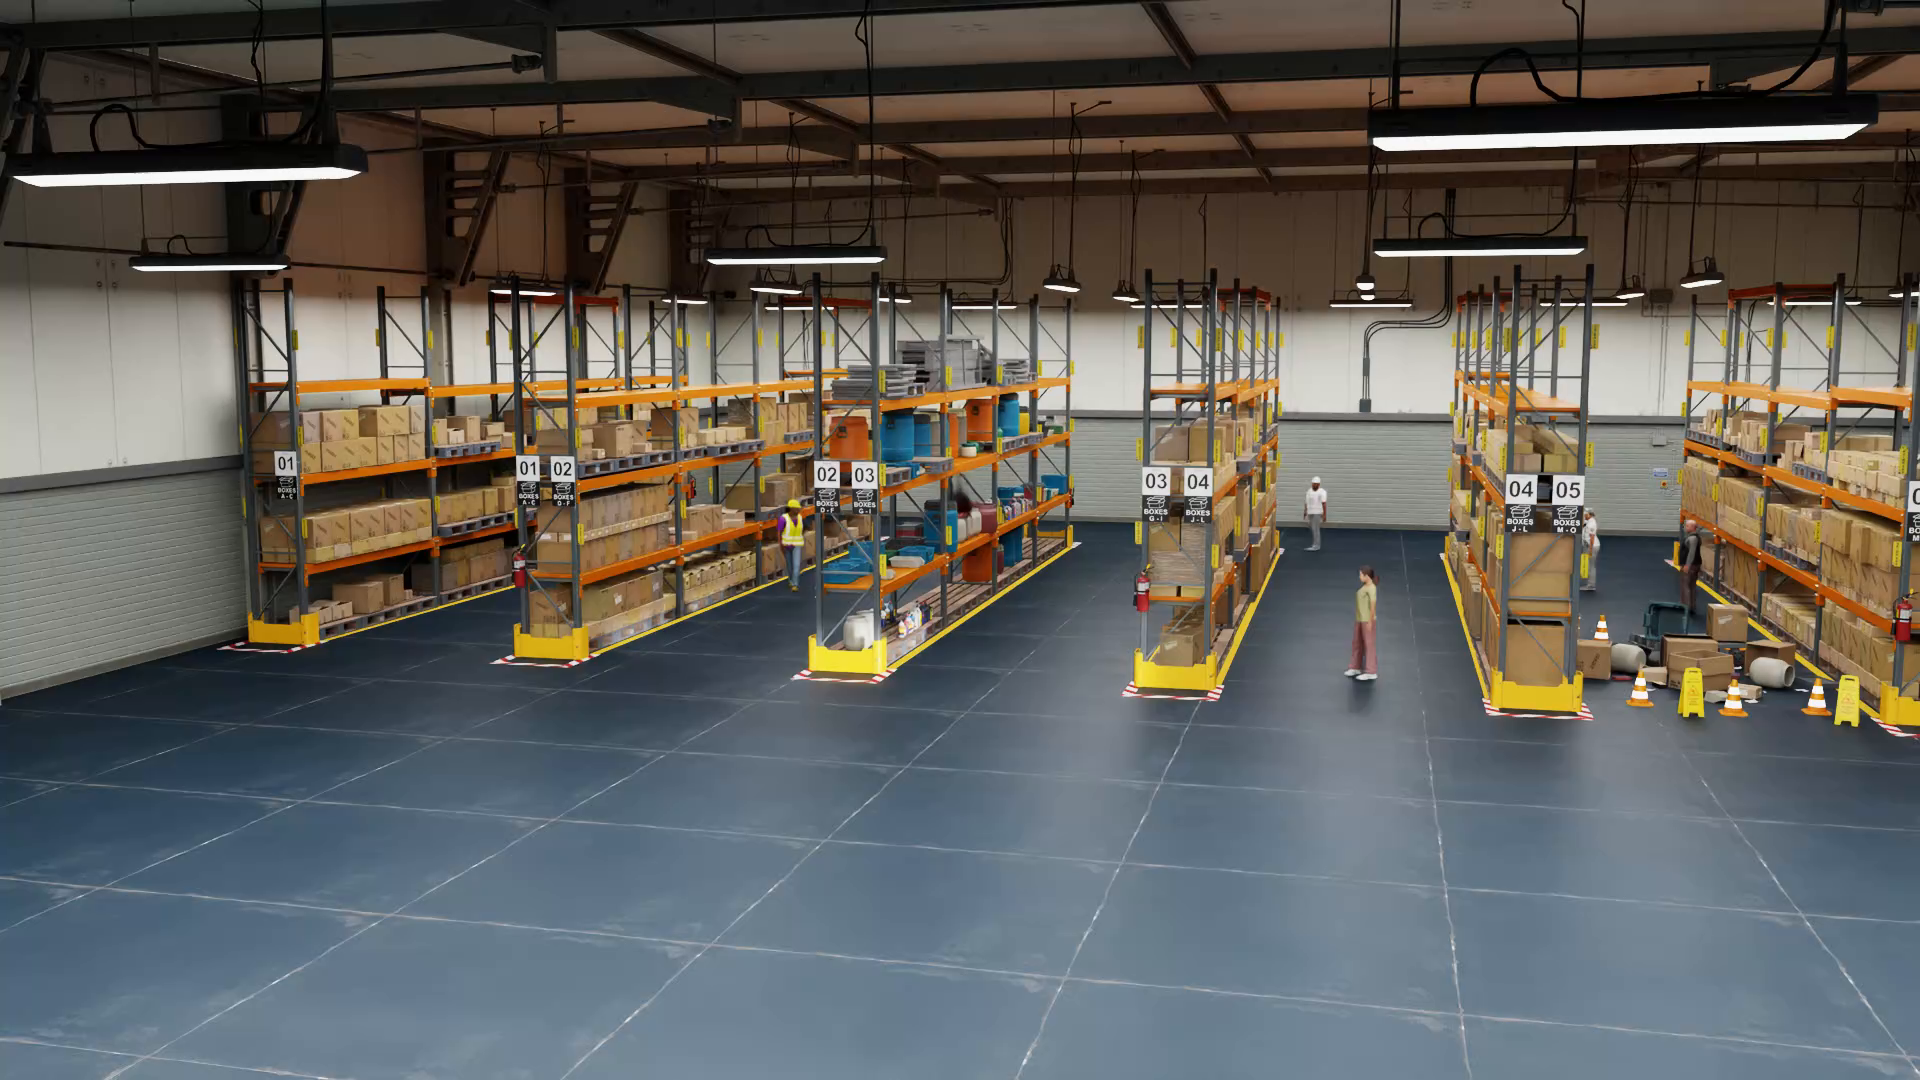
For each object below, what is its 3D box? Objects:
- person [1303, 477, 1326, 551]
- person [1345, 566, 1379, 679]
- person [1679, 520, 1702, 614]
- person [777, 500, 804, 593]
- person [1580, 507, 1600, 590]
[{"bbox_3d":[8.424,-0.617,39.648,0.443,1.793,0.591,-3,7,-20],"label":"person"},{"bbox_3d":[5.984,1.210,24.702,0.441,1.675,0.493,-2,7,-14],"label":"person"},{"bbox_3d":[13.390,0.500,30.523,0.617,1.736,0.382,-6,9,-43],"label":"person"},{"bbox_3d":[-3.186,0.104,31.318,0.493,1.735,0.989,0,7,3],"label":"person"},{"bbox_3d":[12.655,0.175,33.445,0.411,1.672,0.513,4,8,27],"label":"person"}]
